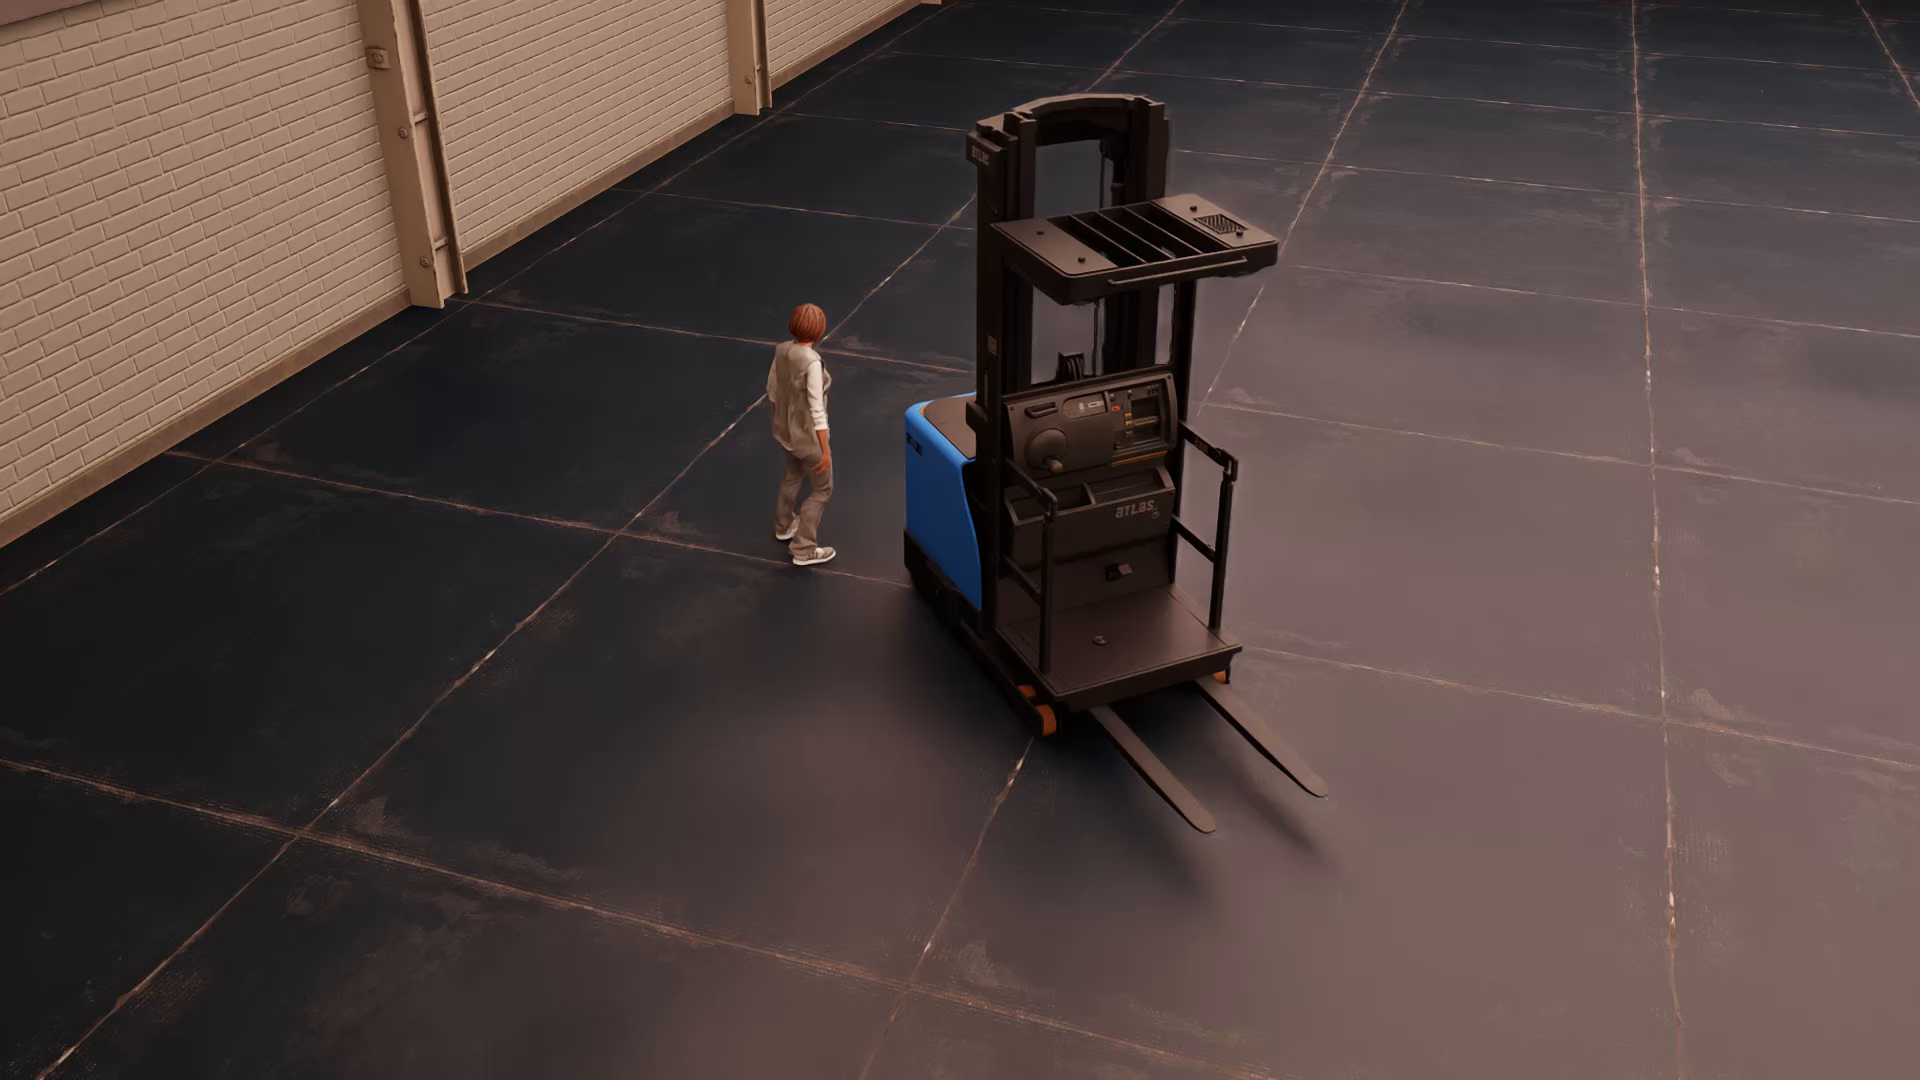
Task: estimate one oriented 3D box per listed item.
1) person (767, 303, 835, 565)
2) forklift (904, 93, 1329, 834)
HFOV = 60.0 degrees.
[{"bbox_3d":[-0.915,-0.610,9.592,0.353,1.568,0.700,-22,36,-33],"label":"person"},{"bbox_3d":[0.753,-0.530,8.066,1.130,2.935,3.031,-13,32,-21],"label":"forklift"}]
